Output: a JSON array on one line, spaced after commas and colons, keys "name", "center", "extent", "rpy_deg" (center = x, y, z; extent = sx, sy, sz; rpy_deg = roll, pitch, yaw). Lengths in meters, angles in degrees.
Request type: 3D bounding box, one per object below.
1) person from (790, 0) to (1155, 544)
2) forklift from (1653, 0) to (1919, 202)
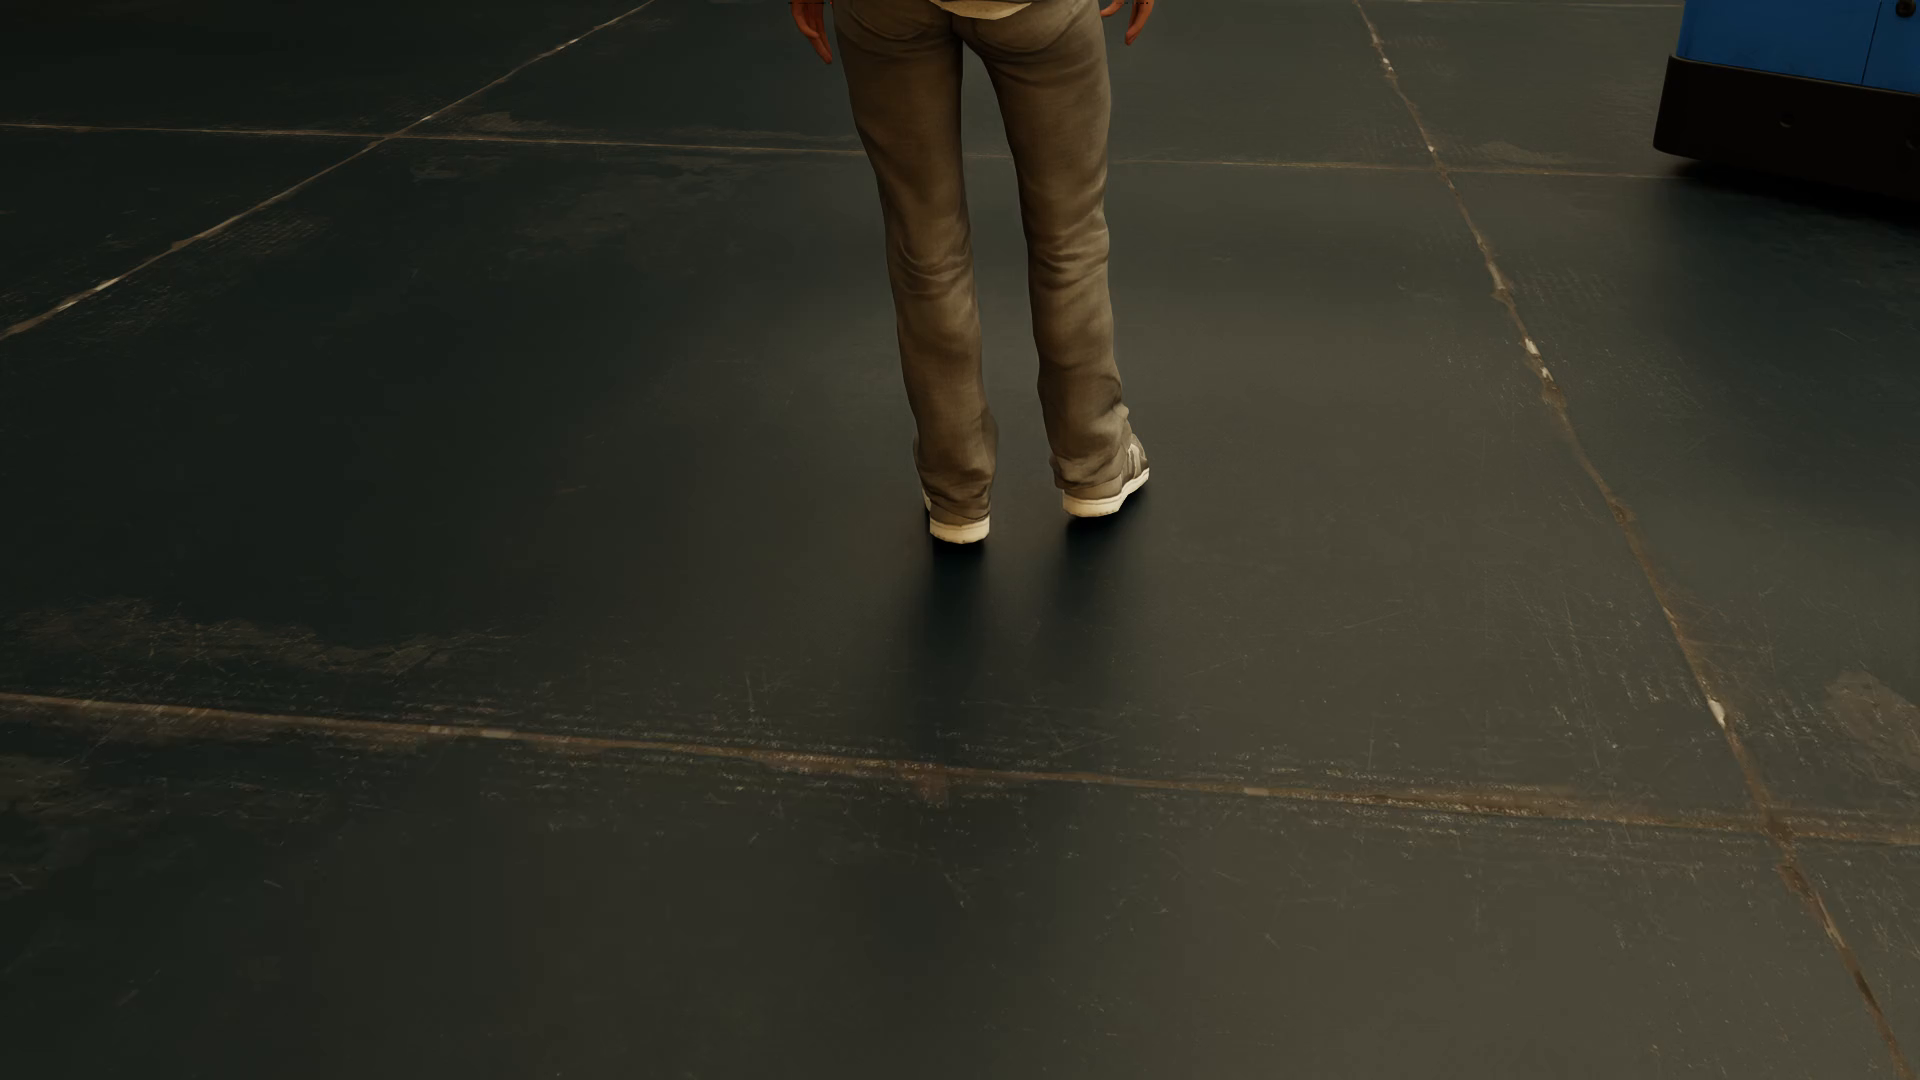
[{"name": "person", "center": [0.023, -0.753, 2.205], "extent": [0.521, 1.599, 0.473], "rpy_deg": [3, 27, 7]}, {"name": "forklift", "center": [3.298, -2.554, 4.336], "extent": [3.031, 2.935, 1.130], "rpy_deg": [-21, 33, -36]}]
